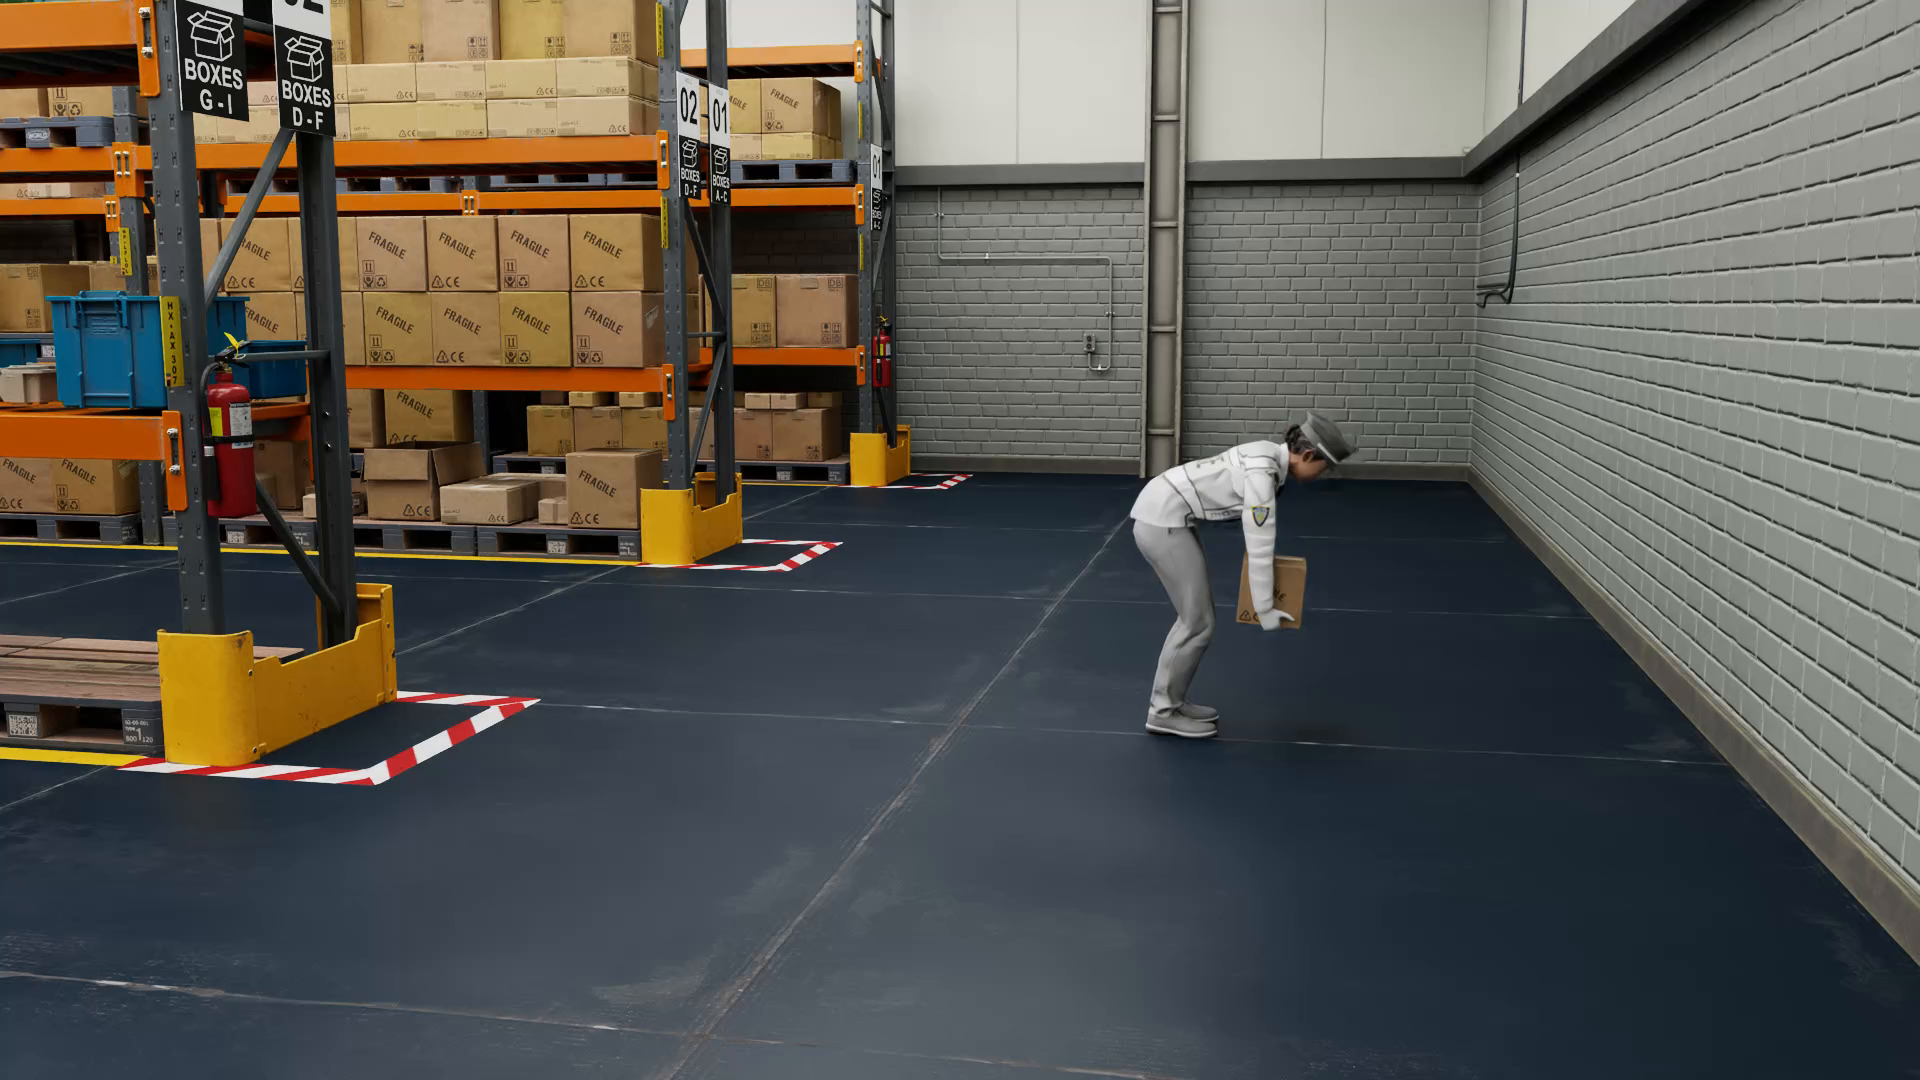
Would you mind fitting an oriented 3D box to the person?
[{"bbox_3d":[1.044,0.018,6.697,0.693,1.530,0.408,1,8,10],"label":"person"}]
